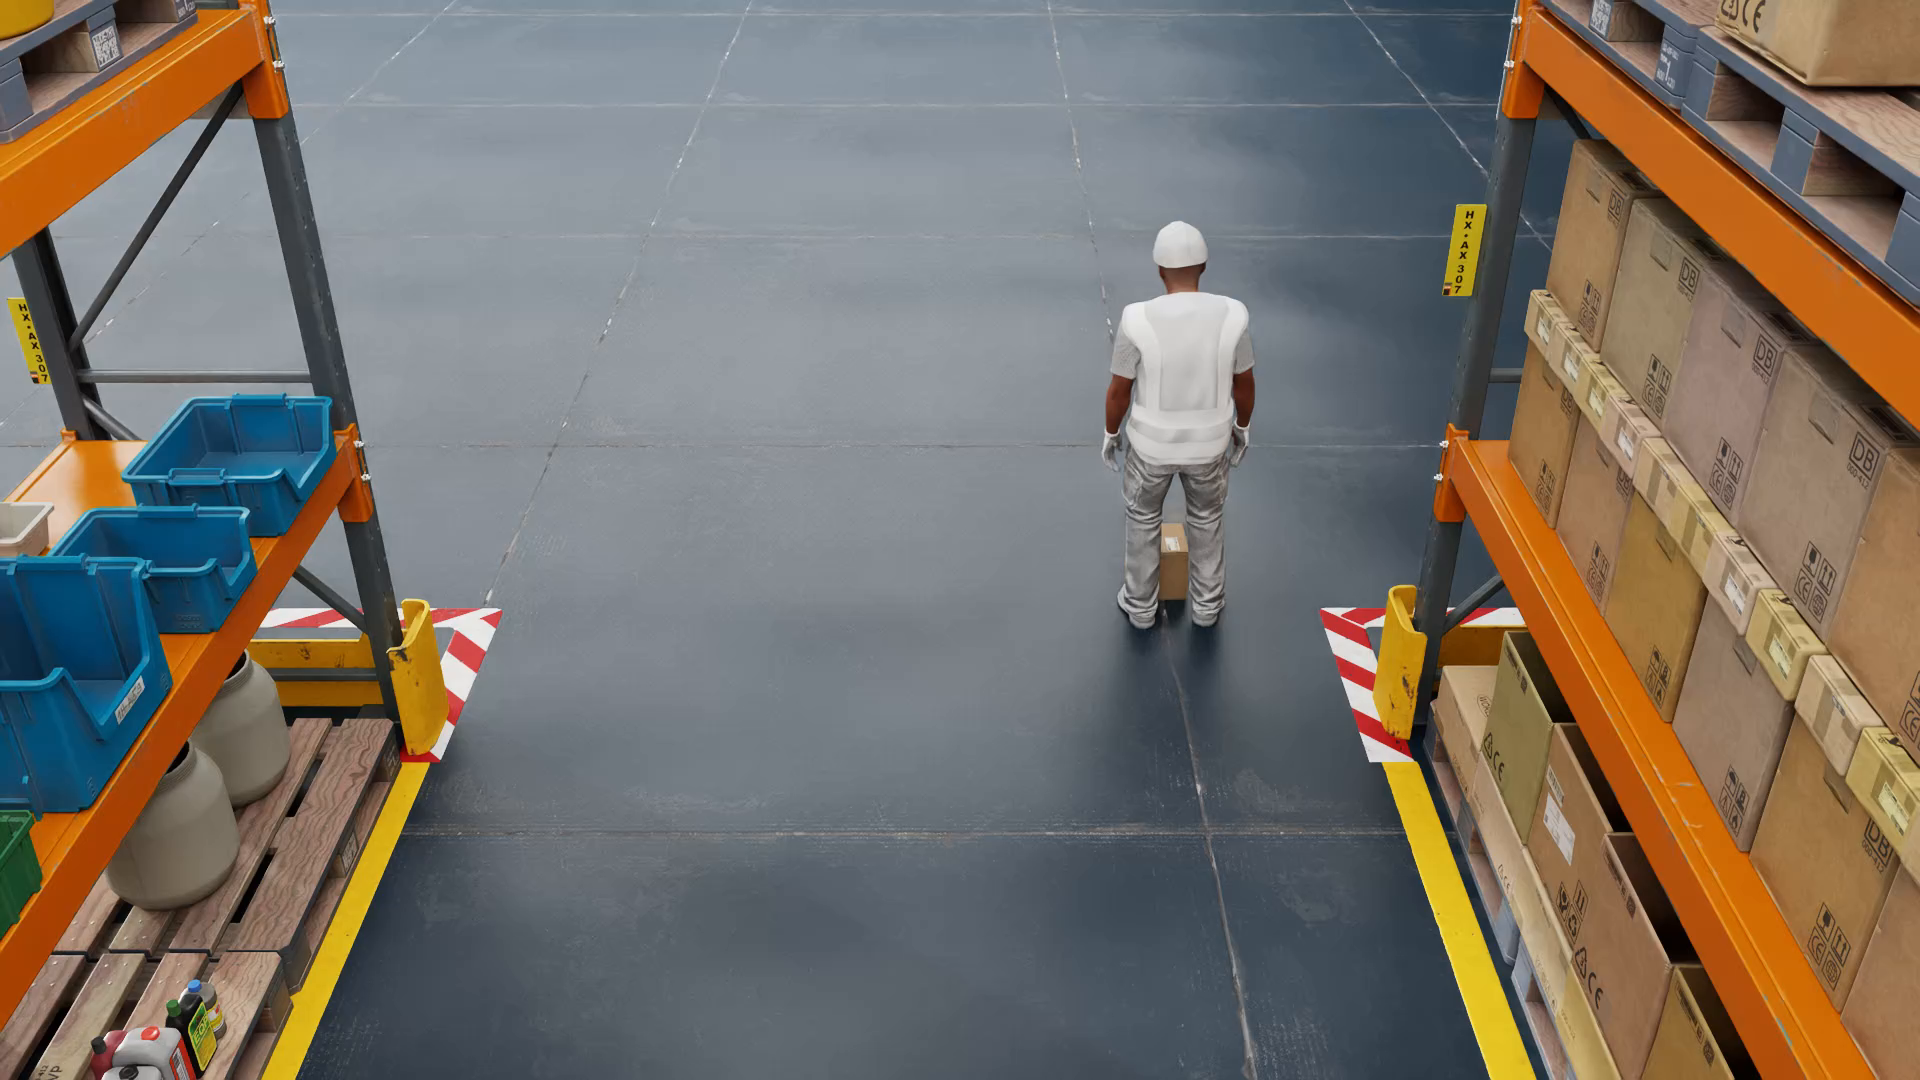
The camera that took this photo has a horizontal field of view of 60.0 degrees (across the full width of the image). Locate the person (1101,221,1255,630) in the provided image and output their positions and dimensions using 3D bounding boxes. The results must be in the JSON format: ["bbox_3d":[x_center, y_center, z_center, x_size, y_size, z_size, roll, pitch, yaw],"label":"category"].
[{"bbox_3d":[0.891,-0.433,6.839,0.617,1.772,0.452,-2,31,-3],"label":"person"}]
